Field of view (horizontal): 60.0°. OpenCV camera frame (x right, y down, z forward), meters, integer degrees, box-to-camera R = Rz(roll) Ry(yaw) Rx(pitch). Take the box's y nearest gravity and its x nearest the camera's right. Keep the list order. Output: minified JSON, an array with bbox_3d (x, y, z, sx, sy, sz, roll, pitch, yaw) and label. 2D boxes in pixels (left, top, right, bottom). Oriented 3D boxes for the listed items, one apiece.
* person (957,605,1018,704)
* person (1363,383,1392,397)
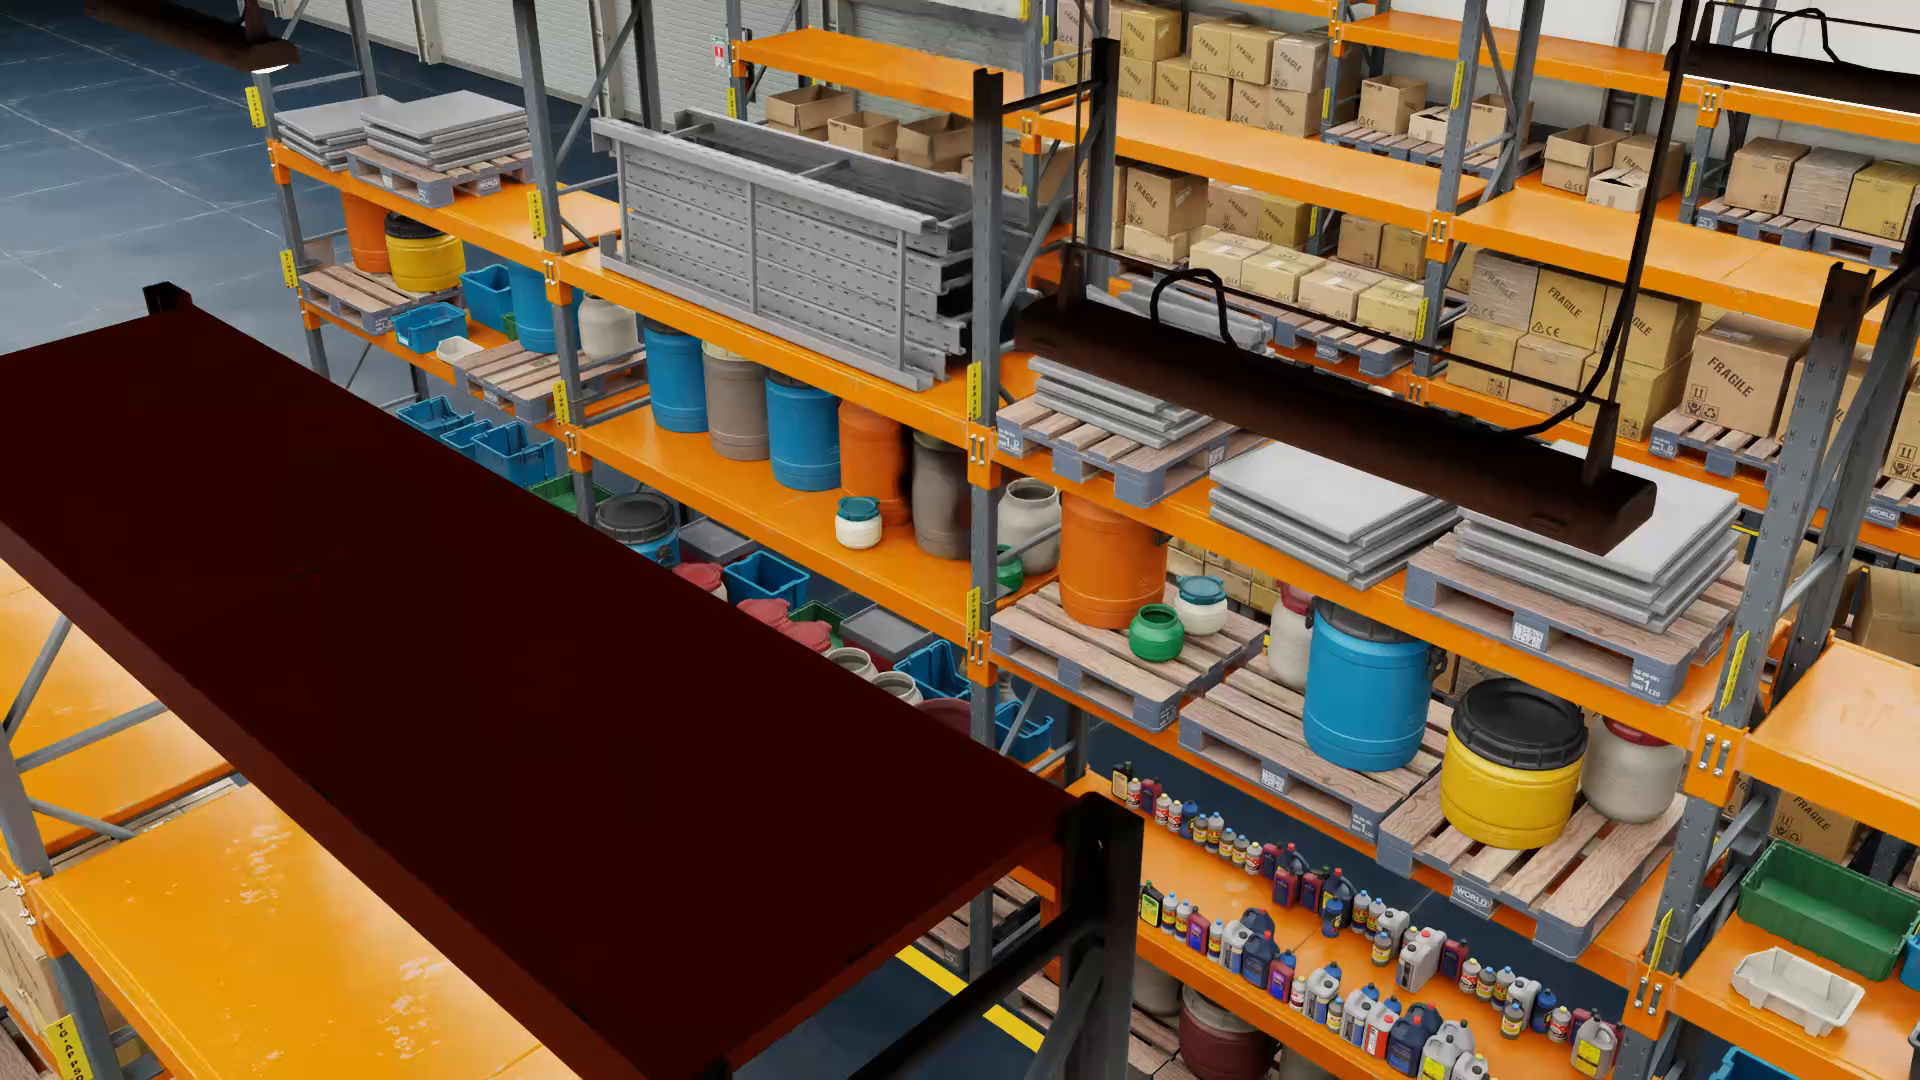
[{"bbox_3d":[0.234,0.837,12.947,0.644,1.782,0.662,24,37,36],"label":"person"},{"bbox_3d":[4.095,-1.177,16.615,0.612,1.678,0.616,19,34,30],"label":"person"}]
